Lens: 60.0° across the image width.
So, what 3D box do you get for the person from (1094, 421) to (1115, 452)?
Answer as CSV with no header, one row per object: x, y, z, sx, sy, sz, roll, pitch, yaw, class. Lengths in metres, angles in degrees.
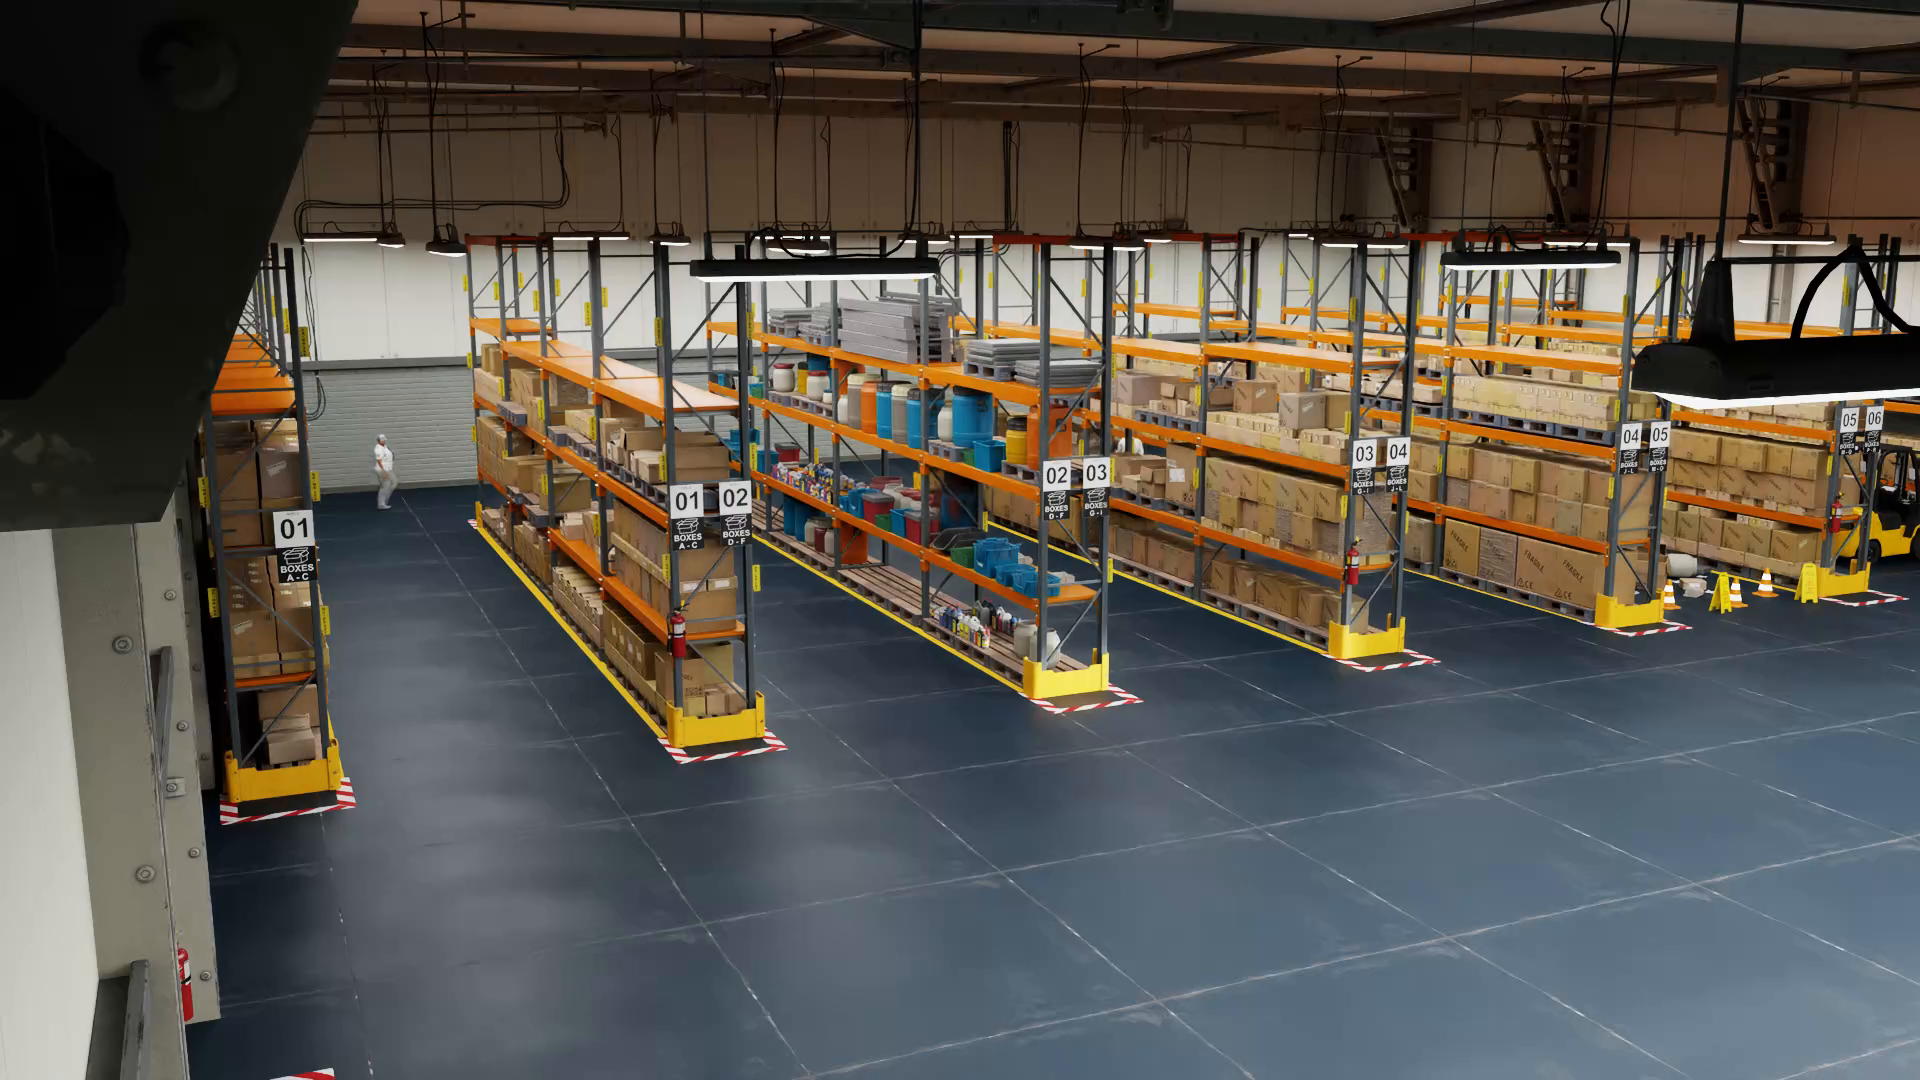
3.830,-2.969,43.974,0.605,1.652,0.704,5,12,22,person

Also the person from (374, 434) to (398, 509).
-12.605,-1.505,36.513,0.471,1.676,0.509,-4,12,-20,person

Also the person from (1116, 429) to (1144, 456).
3.826,-1.643,36.906,0.553,1.719,1.125,-5,12,-26,person
